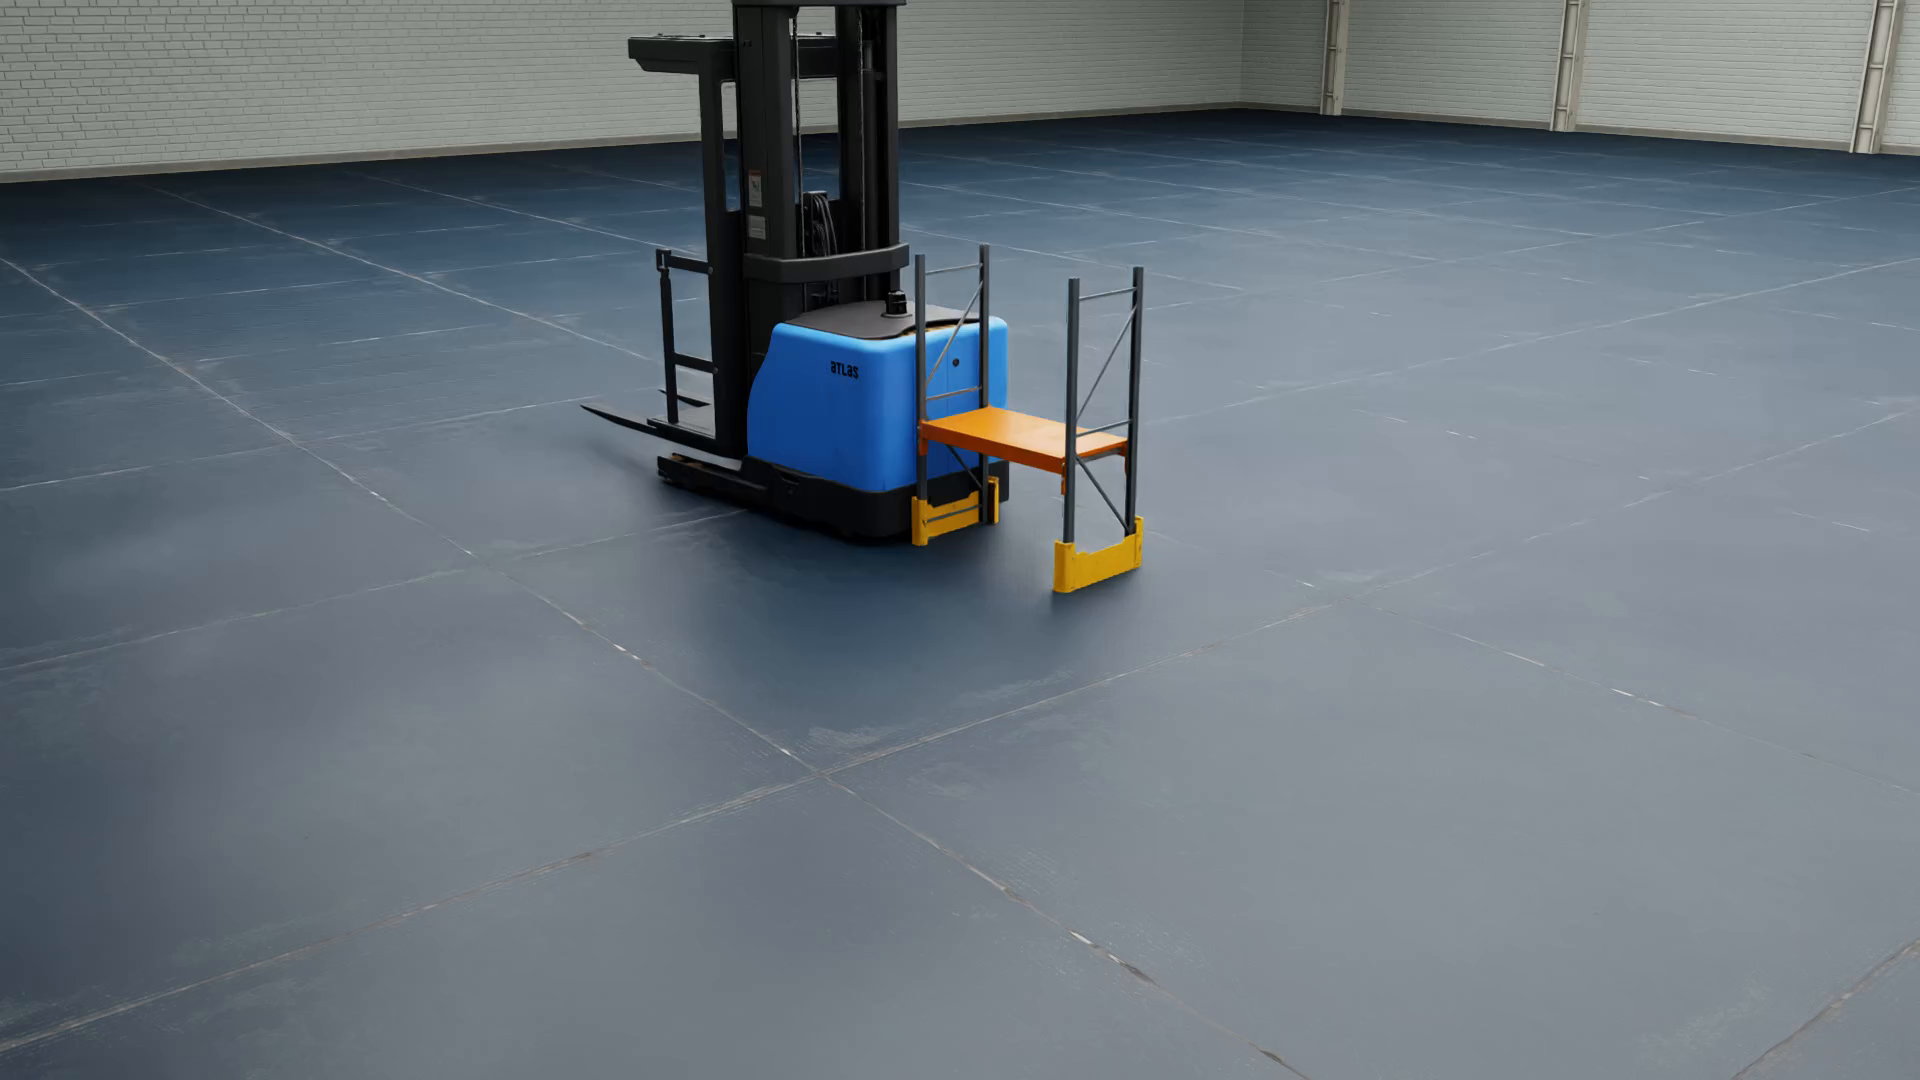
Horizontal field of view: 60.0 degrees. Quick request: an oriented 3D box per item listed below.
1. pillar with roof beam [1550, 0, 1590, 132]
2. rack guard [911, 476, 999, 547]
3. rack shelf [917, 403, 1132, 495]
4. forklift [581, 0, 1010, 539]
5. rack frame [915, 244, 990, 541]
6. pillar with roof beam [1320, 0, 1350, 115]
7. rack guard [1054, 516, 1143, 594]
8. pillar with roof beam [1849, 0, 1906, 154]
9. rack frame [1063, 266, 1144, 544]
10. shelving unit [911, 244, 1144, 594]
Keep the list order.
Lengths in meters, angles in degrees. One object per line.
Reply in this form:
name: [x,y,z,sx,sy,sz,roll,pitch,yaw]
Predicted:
pillar with roof beam: [8.902,-11.765,29.937,9.100,9.000,0.400,-14,23,-36]
rack guard: [-0.022,-0.155,8.795,0.587,0.250,0.087,-17,25,-42]
rack shelf: [0.322,-0.469,8.326,0.538,0.185,1.000,-17,25,-42]
forklift: [-1.122,-1.778,9.430,1.130,2.935,3.031,-17,25,-42]
rack frame: [-0.035,-0.753,8.612,0.500,1.500,0.032,-17,25,-42]
pillar with roof beam: [5.177,-13.243,34.402,9.100,9.000,0.400,-14,23,-36]
rack guard: [0.679,0.067,8.124,0.587,0.250,0.087,-17,25,-42]
pillar with roof beam: [12.628,-10.286,25.472,9.100,9.000,0.400,-14,23,-36]
rack frame: [0.680,-0.526,7.926,0.500,1.500,0.032,-17,25,-42]
shelving unit: [0.329,-0.638,8.263,0.587,1.500,1.083,-17,25,-42]
